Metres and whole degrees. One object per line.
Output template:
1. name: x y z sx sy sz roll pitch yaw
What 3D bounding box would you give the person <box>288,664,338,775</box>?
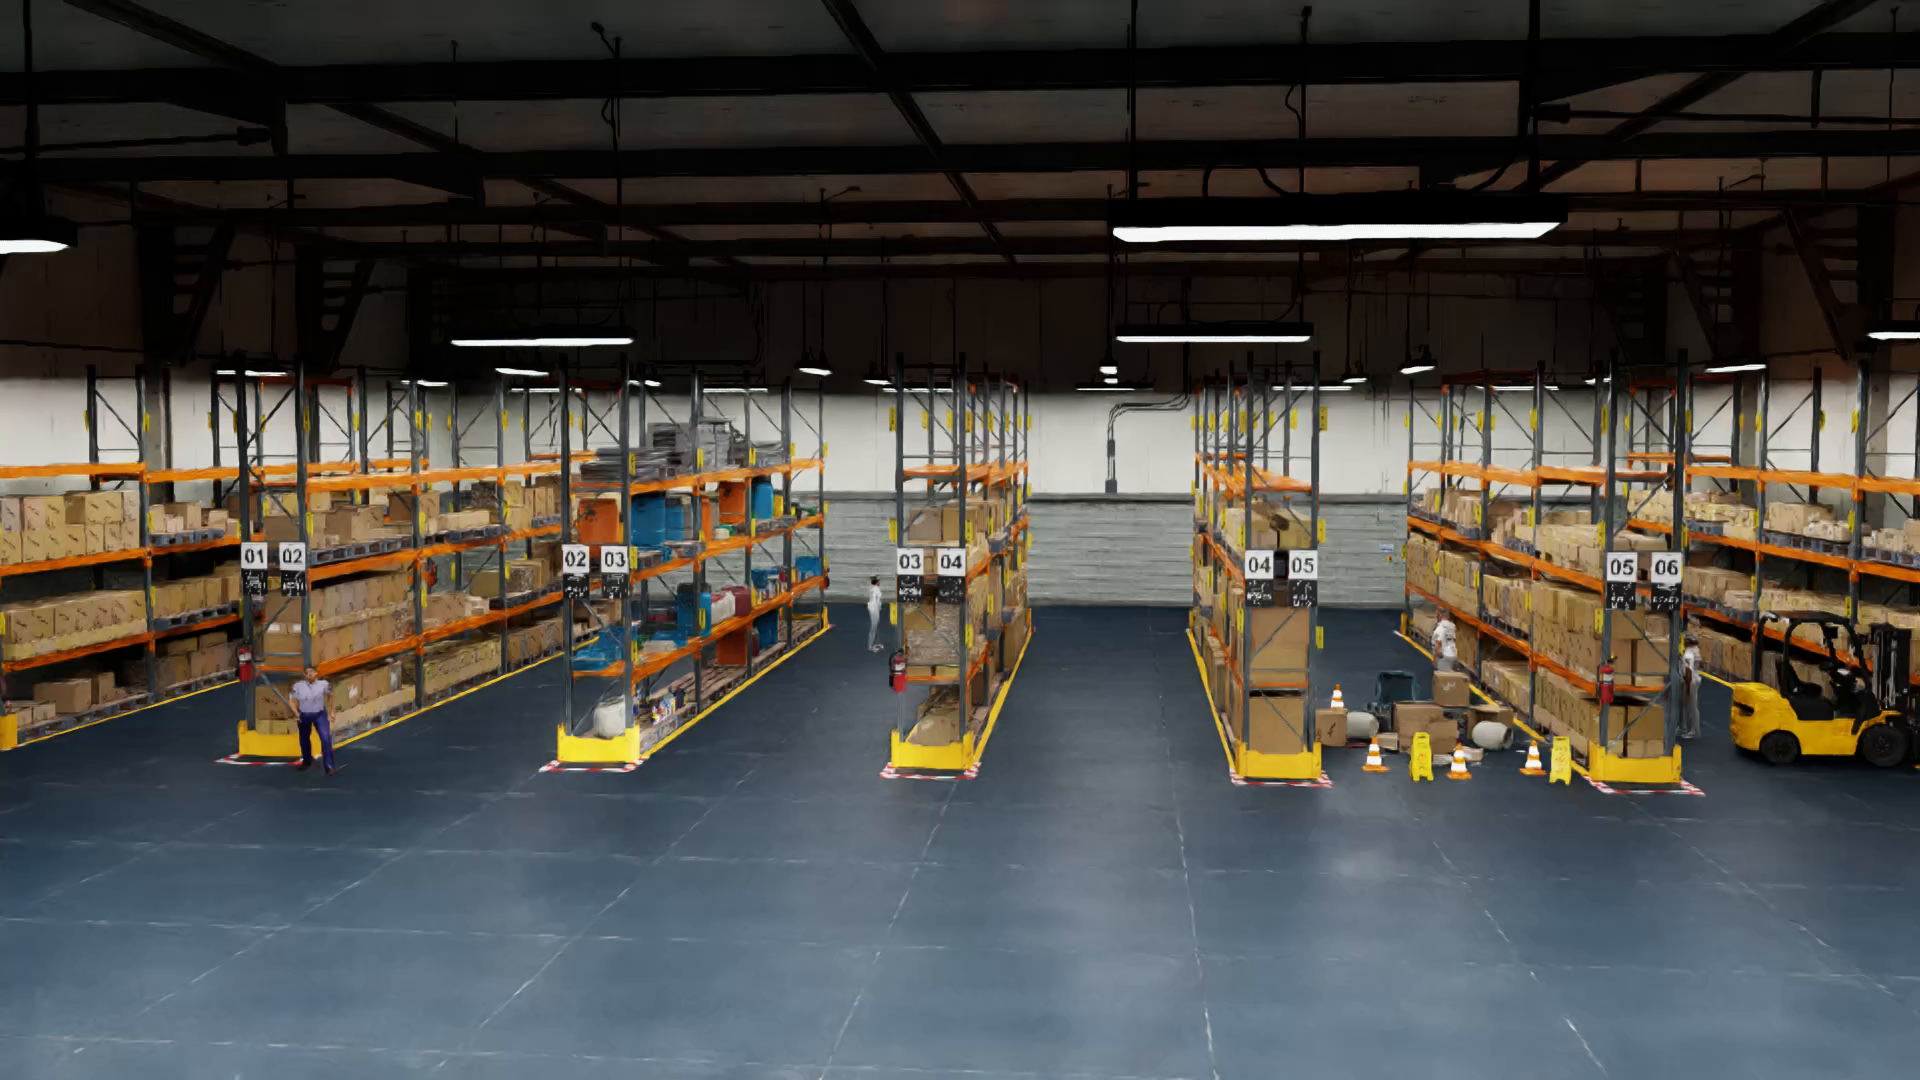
1. person: -9.185 2.523 23.683 0.660 1.580 0.811 -1 4 -13

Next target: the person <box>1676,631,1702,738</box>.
1. person: 11.532 2.283 26.415 0.509 1.673 0.542 2 5 32

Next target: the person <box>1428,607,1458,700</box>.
1. person: 8.435 2.046 29.101 0.584 1.748 0.654 3 5 38

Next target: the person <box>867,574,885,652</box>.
1. person: -1.822 1.573 36.272 0.434 1.684 0.554 -1 4 -16

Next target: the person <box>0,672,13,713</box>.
1. person: -14.247 2.419 24.173 0.750 1.735 0.747 1 4 9
